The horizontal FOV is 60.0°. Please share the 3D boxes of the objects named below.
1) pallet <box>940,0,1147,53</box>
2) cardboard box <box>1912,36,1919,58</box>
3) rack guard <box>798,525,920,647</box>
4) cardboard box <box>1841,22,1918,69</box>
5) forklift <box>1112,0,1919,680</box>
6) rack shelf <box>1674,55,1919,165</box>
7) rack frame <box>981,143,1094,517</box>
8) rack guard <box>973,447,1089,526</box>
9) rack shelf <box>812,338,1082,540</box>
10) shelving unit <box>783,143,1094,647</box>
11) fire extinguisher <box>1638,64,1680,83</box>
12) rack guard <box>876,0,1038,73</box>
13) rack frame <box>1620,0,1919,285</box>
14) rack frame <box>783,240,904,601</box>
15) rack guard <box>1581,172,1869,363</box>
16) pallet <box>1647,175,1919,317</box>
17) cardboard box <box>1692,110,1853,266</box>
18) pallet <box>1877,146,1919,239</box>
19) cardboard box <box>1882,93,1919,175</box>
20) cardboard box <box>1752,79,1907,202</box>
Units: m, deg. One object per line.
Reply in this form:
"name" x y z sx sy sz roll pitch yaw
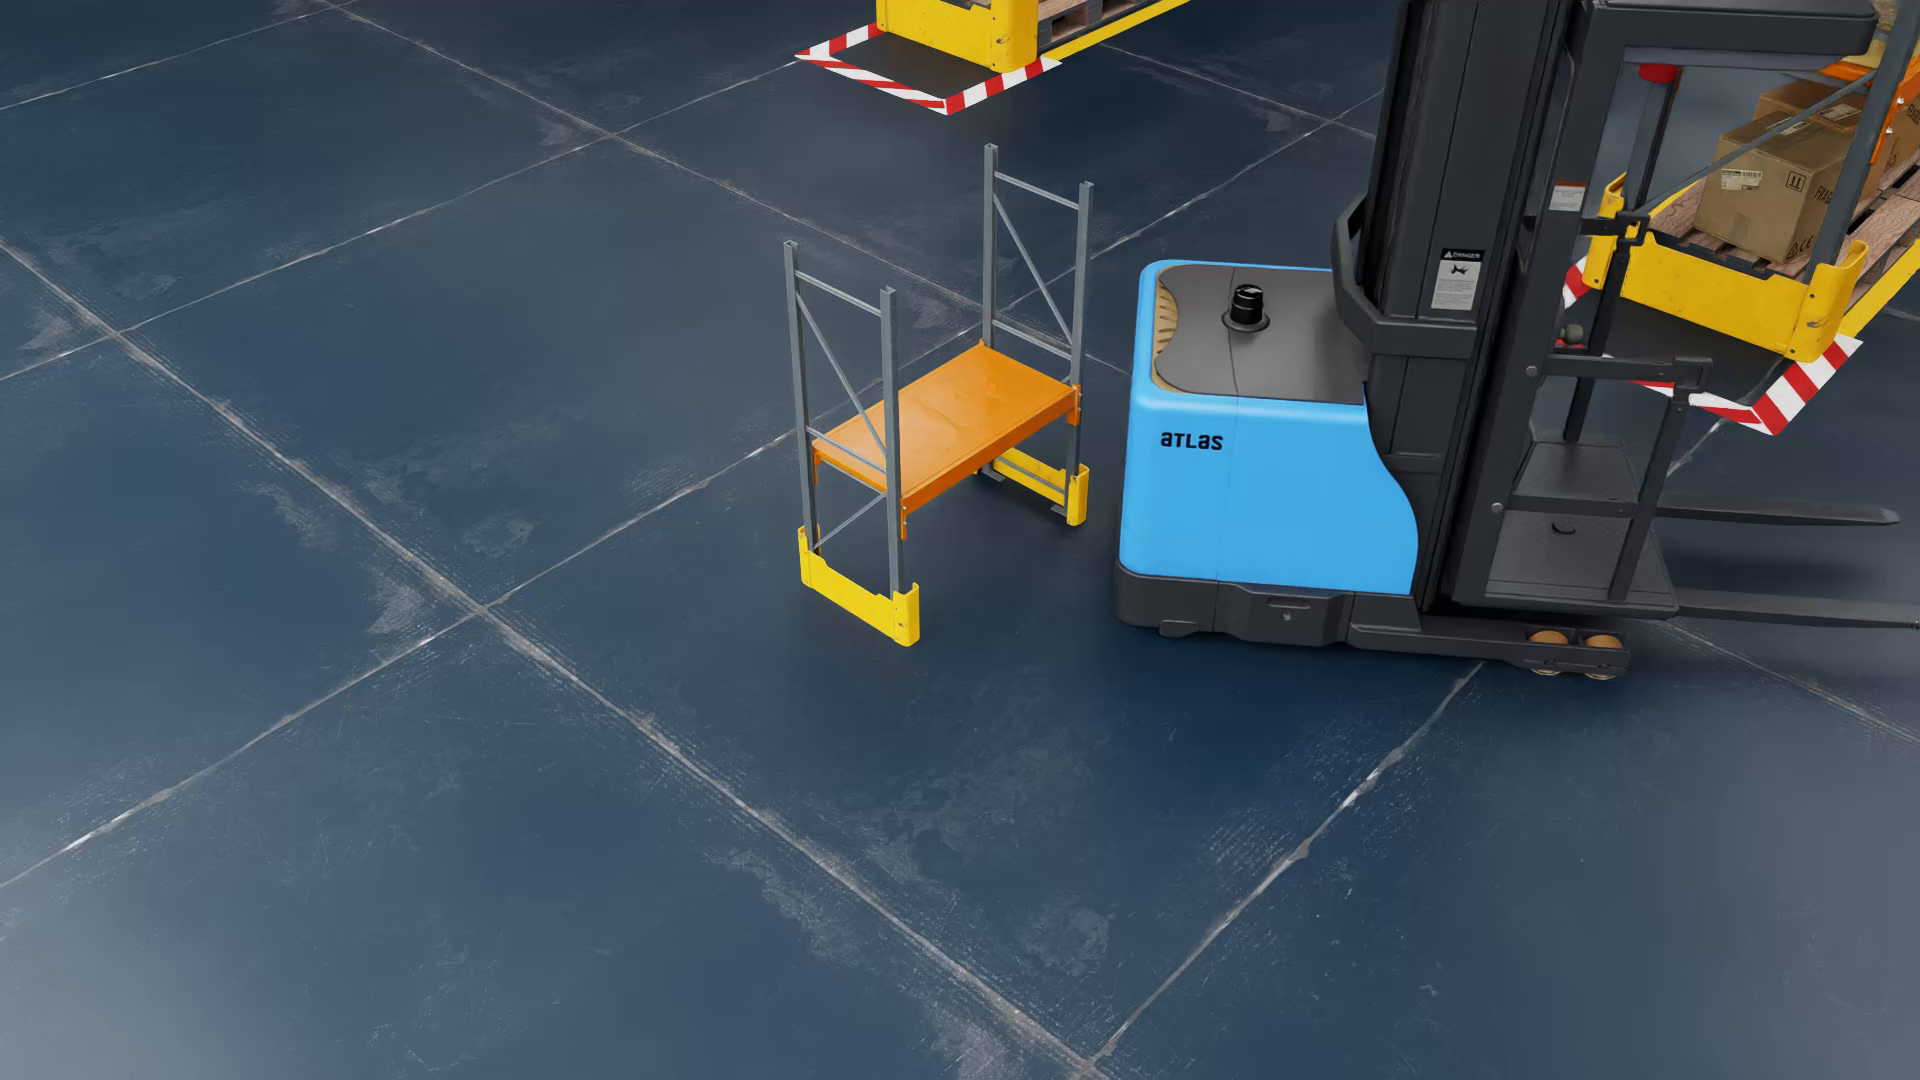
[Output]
"pallet" 0.521 -3.690 11.221 1.003 0.211 1.213 30 47 32
"cardboard box" 4.159 -2.316 7.454 0.380 0.149 0.250 30 47 32
"rack guard" -0.387 0.166 6.340 0.587 0.250 0.087 30 47 32
"cardboard box" 3.976 -2.209 7.320 0.380 0.149 0.250 30 47 32
"forklift" 2.132 -0.987 5.637 3.031 2.935 1.130 4 39 5
"rack shelf" 4.957 -2.914 8.582 1.077 0.370 4.000 30 47 32
"rack frame" 0.285 -0.781 6.528 0.500 1.500 0.032 30 47 32
"rack guard" 0.285 -0.292 6.916 0.587 0.250 0.087 30 47 32
"rack shelf" -0.058 -0.407 6.346 0.538 0.185 1.000 30 47 32
"shelving unit" -0.051 -0.552 6.239 0.587 1.500 1.083 30 47 32
"fire extinguisher" 3.191 -2.387 7.404 0.296 0.674 0.183 30 47 32
"rack guard" -0.031 -3.433 10.665 1.175 0.500 0.348 30 47 32
"rack frame" 3.608 -2.277 7.203 1.000 3.000 0.127 30 47 32
"rack frame" -0.401 -0.314 5.940 0.500 1.500 0.032 30 47 32
"rack guard" 3.659 -1.333 8.025 1.175 0.500 0.348 30 47 32
"pallet" 4.234 -1.578 8.565 1.003 0.211 1.213 30 47 32
"cardboard box" 4.042 -1.742 8.202 0.500 0.500 0.500 -25 45 -28
"pallet" 5.057 -2.136 9.267 1.003 0.211 1.213 30 47 32
"cardboard box" 4.856 -2.311 8.917 0.500 0.500 0.500 -29 47 -32
"cardboard box" 4.420 -2.031 8.566 0.500 0.500 0.500 -22 43 -25
